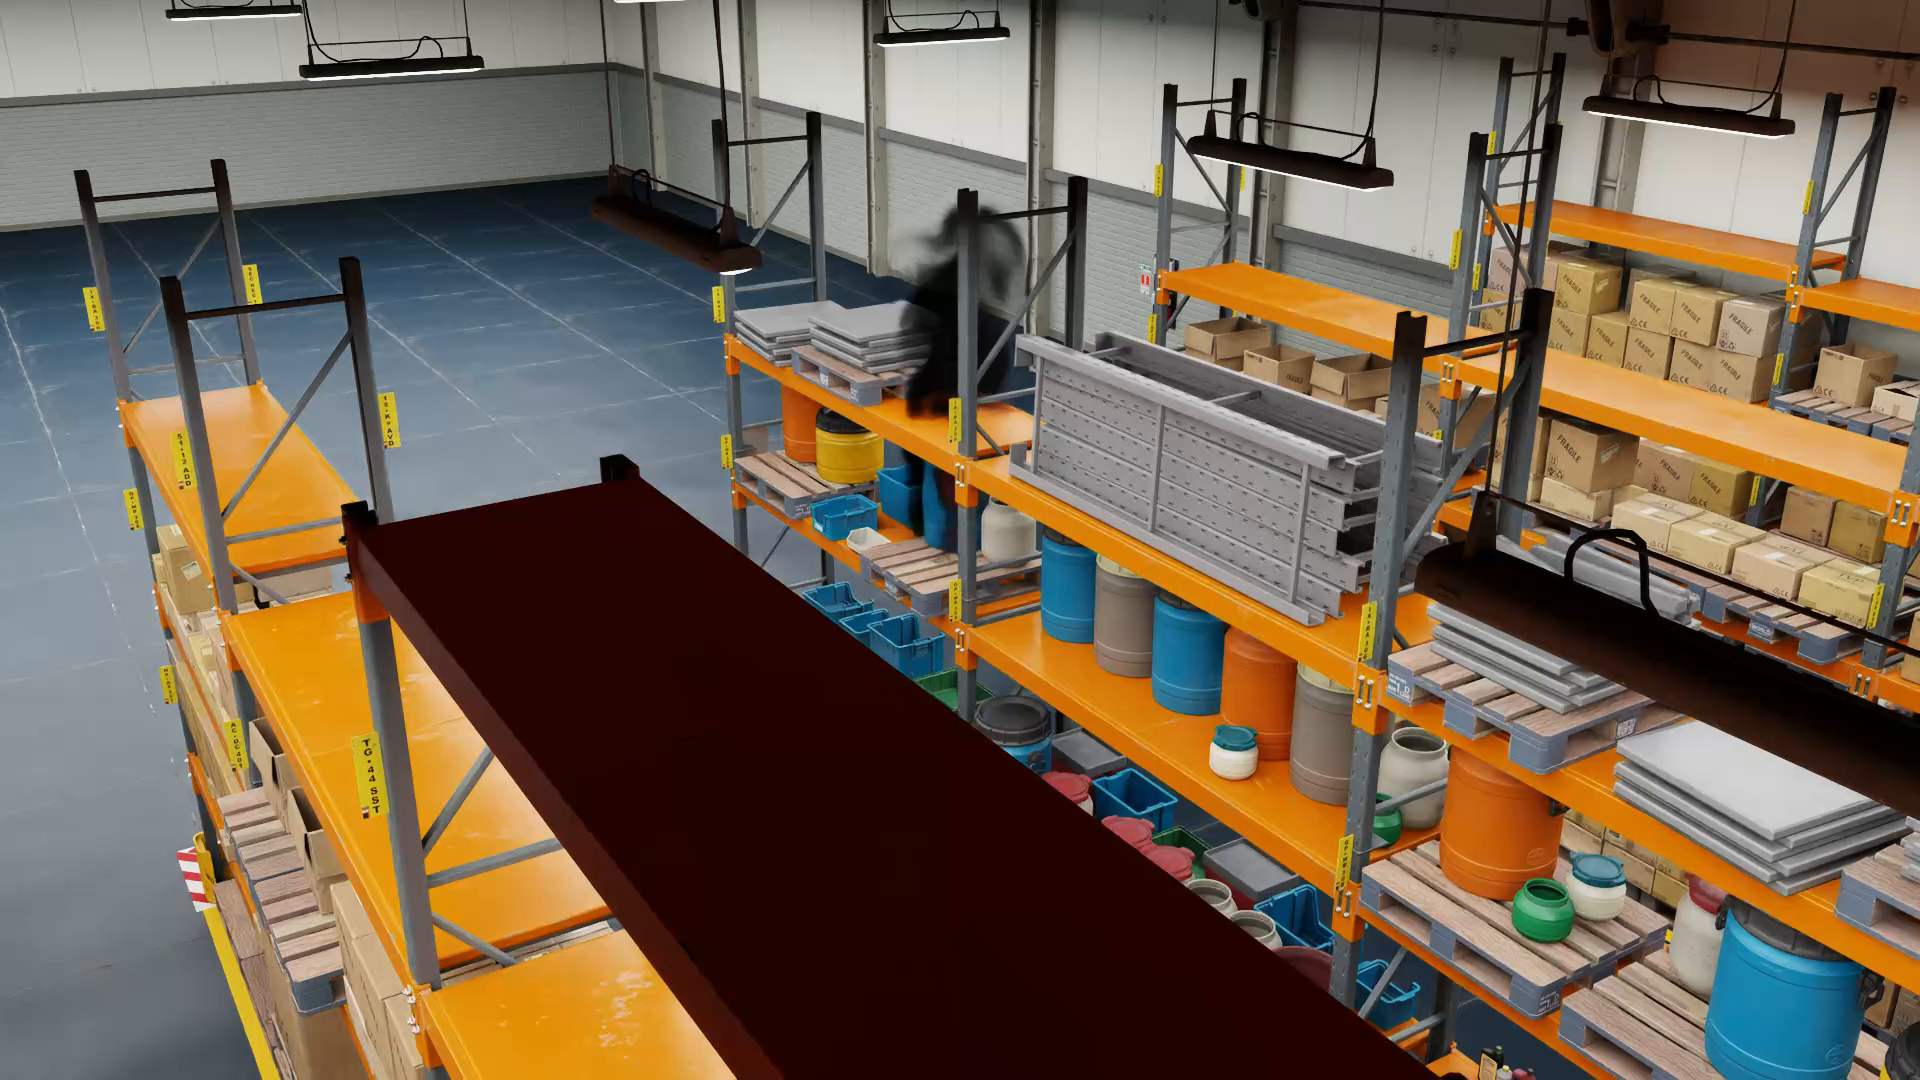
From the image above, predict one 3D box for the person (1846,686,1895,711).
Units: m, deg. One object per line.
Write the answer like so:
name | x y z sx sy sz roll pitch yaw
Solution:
person | 7.950 1.864 14.461 0.632 1.731 0.896 -14 26 -30
